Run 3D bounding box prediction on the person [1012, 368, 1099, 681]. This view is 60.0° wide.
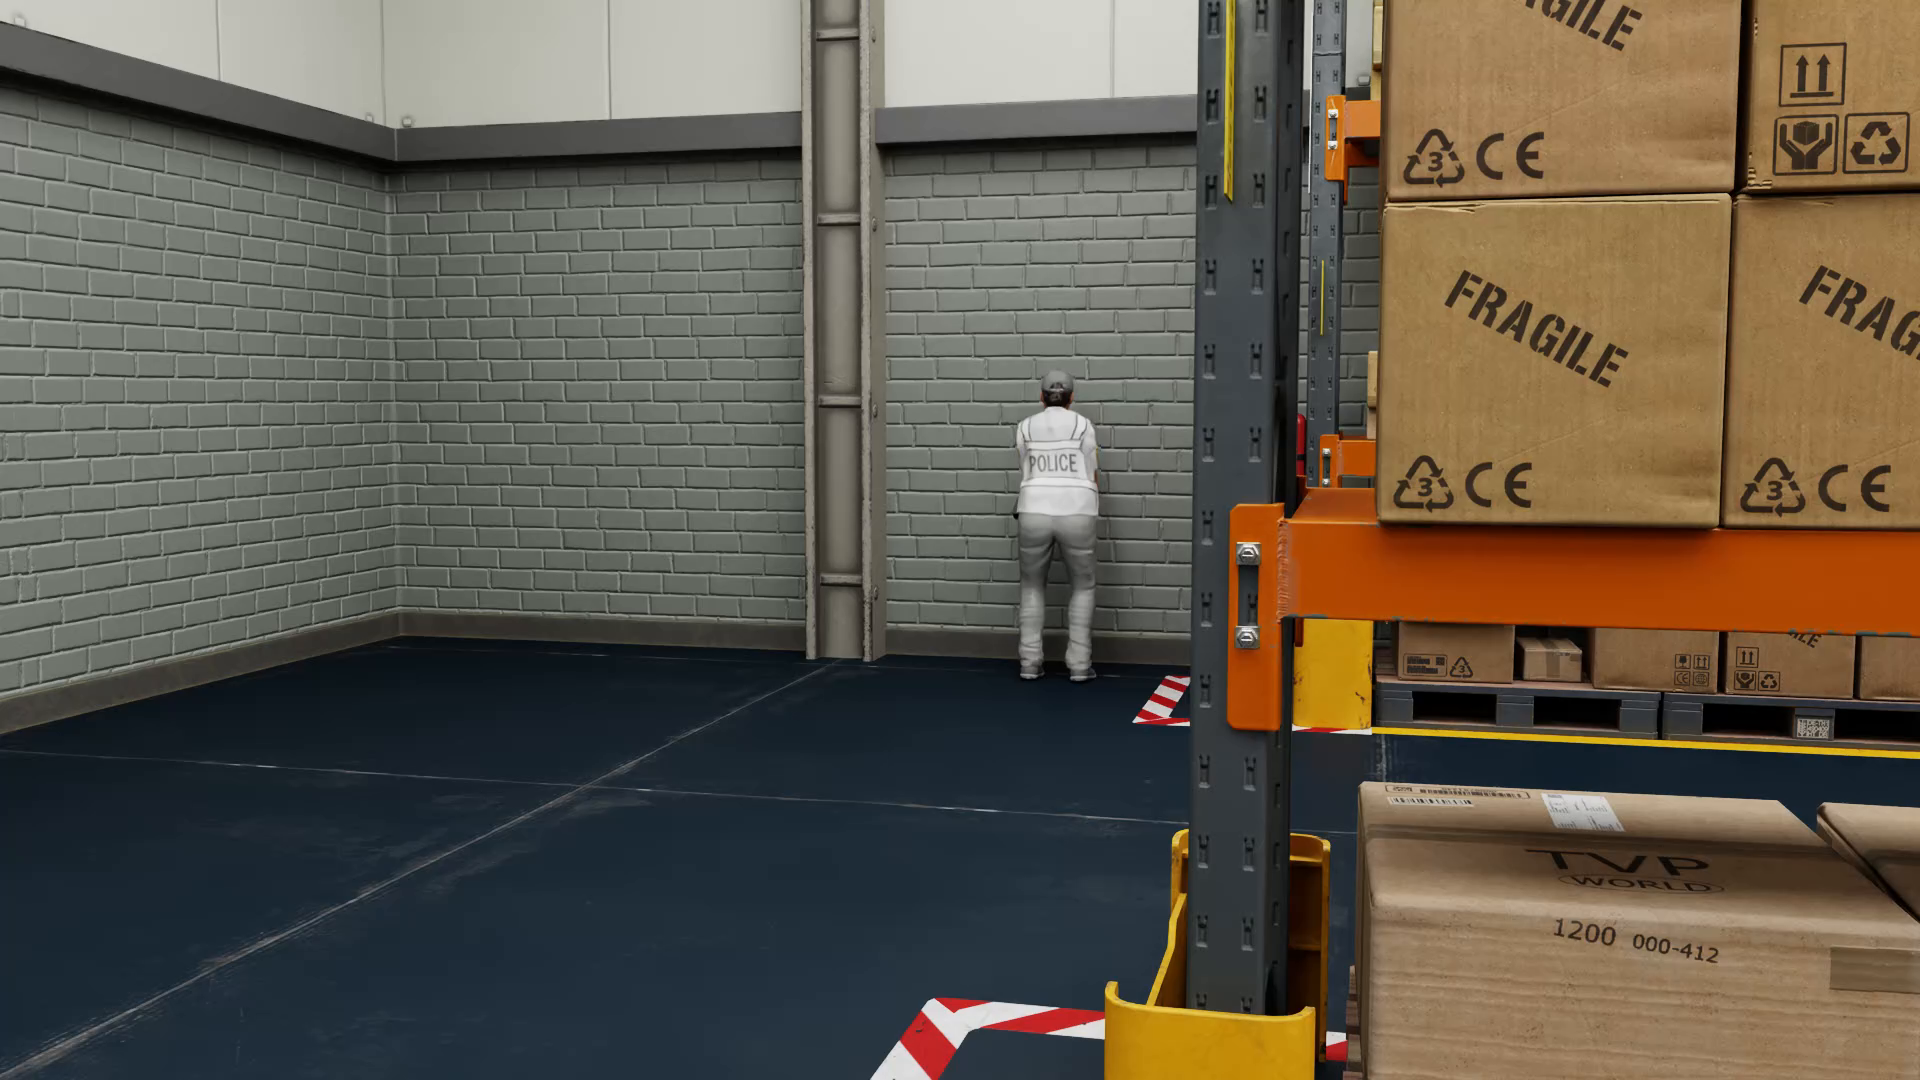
[{"bbox_3d":[0.523,-0.083,8.846,0.452,1.655,0.565,1,5,13],"label":"person"}]
